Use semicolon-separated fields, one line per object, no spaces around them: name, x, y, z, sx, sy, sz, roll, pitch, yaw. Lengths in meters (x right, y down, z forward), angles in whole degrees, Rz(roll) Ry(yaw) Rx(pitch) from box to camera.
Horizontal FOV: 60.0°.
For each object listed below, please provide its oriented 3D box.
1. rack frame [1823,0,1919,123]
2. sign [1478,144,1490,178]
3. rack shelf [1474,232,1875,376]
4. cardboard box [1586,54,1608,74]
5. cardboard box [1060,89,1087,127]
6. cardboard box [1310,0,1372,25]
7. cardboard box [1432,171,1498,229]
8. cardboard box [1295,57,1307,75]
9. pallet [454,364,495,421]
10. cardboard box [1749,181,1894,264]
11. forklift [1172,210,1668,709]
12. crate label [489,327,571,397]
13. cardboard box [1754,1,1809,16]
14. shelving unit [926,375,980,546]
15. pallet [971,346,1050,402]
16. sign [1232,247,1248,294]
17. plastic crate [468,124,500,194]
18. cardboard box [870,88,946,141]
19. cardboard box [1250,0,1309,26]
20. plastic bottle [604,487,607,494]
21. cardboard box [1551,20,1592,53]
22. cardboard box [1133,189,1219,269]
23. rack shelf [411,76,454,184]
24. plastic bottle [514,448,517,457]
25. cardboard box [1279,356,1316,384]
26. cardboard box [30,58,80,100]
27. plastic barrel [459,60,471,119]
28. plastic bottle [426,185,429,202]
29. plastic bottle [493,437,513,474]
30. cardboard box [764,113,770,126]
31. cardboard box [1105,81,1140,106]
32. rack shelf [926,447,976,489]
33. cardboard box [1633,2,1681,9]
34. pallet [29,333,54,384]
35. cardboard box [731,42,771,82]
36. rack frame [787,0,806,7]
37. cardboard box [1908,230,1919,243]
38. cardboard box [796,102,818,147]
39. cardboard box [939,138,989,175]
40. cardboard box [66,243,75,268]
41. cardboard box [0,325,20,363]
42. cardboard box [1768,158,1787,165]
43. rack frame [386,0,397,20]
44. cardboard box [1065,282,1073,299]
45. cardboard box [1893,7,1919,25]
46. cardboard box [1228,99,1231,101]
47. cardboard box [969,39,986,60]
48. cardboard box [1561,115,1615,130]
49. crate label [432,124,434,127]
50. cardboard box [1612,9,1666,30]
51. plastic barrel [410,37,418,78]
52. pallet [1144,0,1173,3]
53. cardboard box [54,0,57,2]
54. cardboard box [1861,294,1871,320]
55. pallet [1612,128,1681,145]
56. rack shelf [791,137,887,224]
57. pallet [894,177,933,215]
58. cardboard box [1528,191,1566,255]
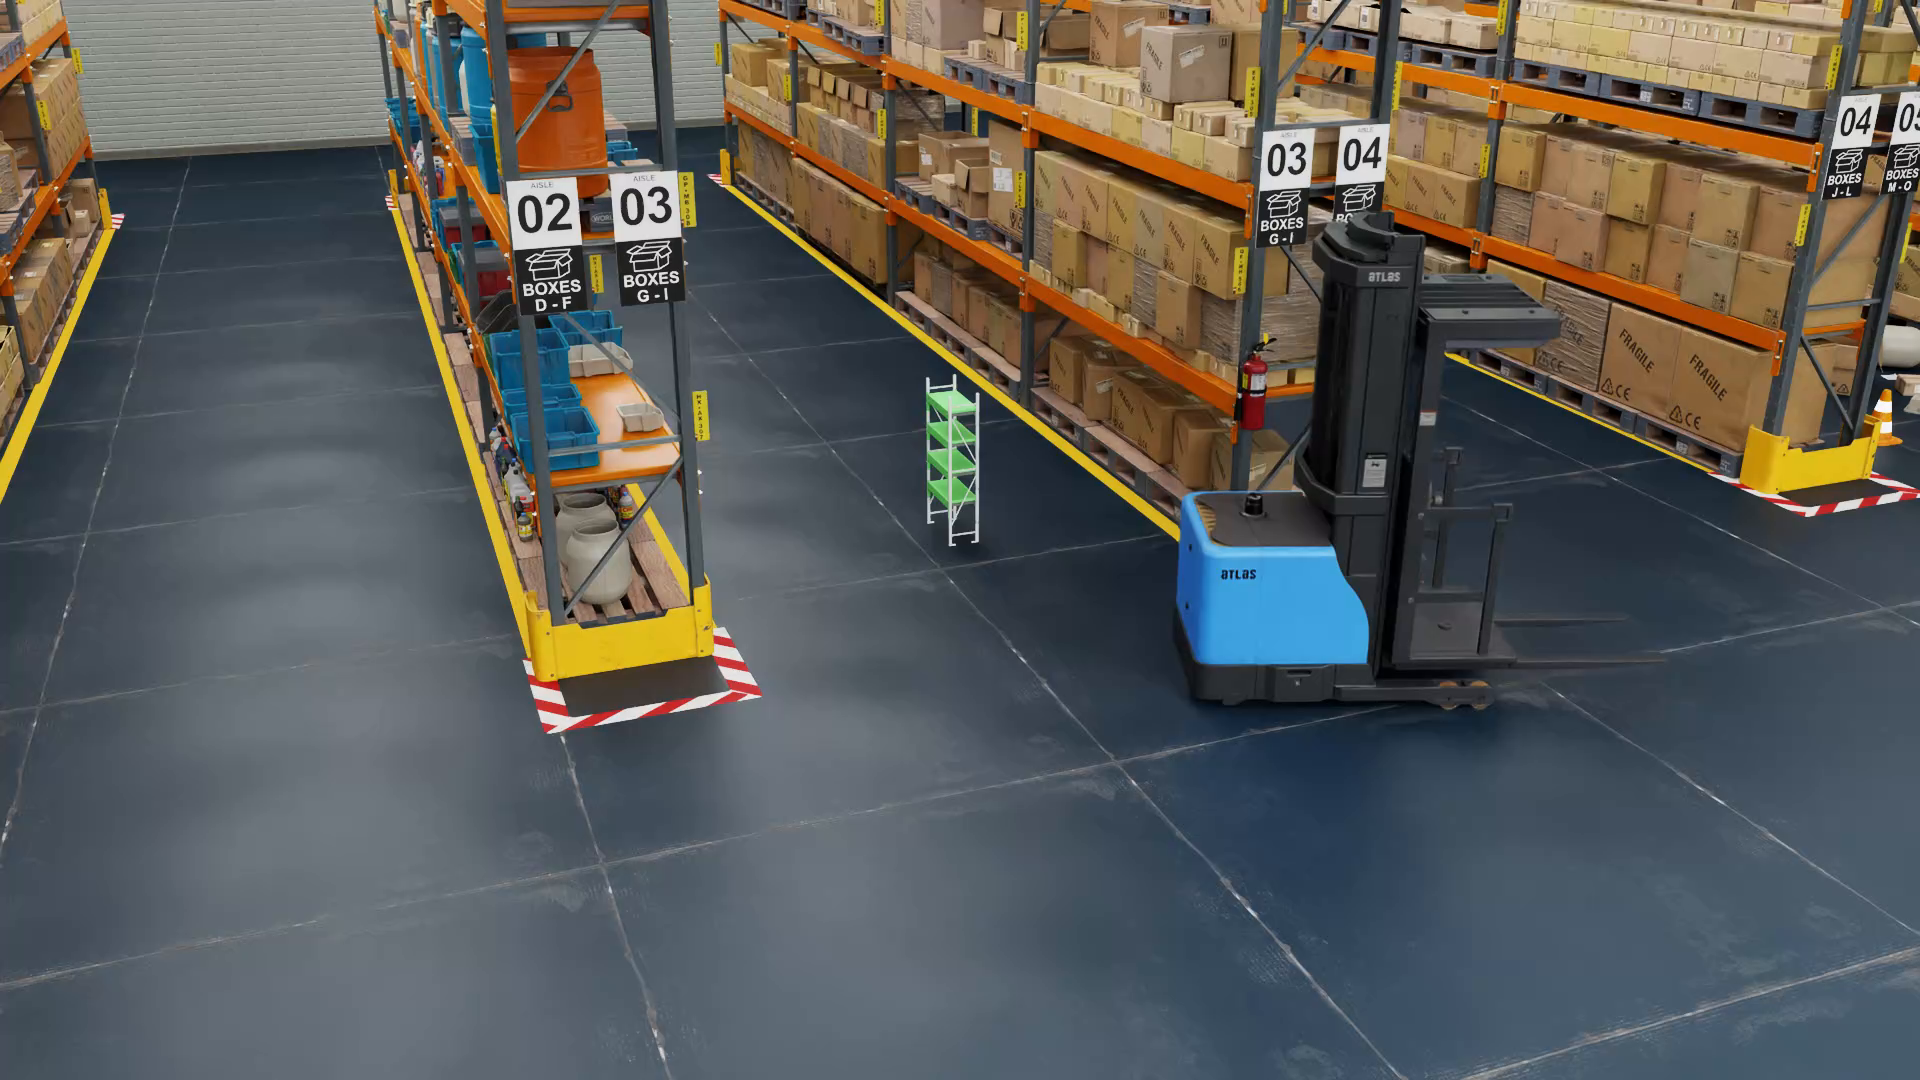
rack frame;7.151;-4.670;12.368;1.000;3.000;0.127;-8;24;-19
sign;5.234;-3.778;16.587;0.100;0.325;0.005;-8;24;-19
rack shelf;6.445;-2.301;15.397;1.077;0.370;4.000;-8;24;-19
cardboard box;5.910;-4.317;15.045;0.380;0.149;0.250;-9;24;-20
cardboard box;1.173;-3.638;13.974;0.500;0.250;0.500;-9;24;-19
cardboard box;4.375;-6.100;19.068;0.500;0.311;0.500;-8;24;-19
cardboard box;5.304;-3.558;17.324;0.500;0.500;0.500;-8;24;-19
cardboard box;5.995;-8.267;28.498;0.500;0.500;0.500;-9;24;-19
pallet;-4.320;-1.475;16.101;1.003;0.211;1.213;-8;24;-19
cardboard box;7.056;-2.612;13.626;0.875;0.550;0.550;-8;24;-19
forklift;2.952;-0.504;10.297;3.031;2.935;1.130;0;23;-1
crate label;-3.061;-1.230;11.885;0.502;0.435;0.616;-8;24;-19
cardboard box;9.638;-6.144;19.379;0.500;0.250;0.500;-8;24;-18
shelving unit;-0.058;-0.613;12.783;0.258;1.200;0.503;-8;24;-19
pallet;0.786;-1.713;16.666;1.003;0.211;1.213;-8;24;-19
sign;1.949;-1.872;11.556;0.100;0.325;0.005;-8;24;-19
plastic crate;-3.114;-2.609;11.359;0.392;0.384;0.575;-8;24;-19
cardboard box;-0.594;-4.945;19.323;0.797;0.503;0.637;-7;24;-17
cardboard box;3.886;-6.413;20.237;0.500;0.500;0.500;-8;24;-19
plastic bottle;-2.771;-0.469;13.160;0.097;0.201;0.097;0;23;0
cardboard box;5.829;-4.650;15.322;0.500;0.250;0.500;-9;24;-19
cardboard box;1.694;-2.435;12.989;0.500;0.500;0.500;-8;24;-19
rack shelf;-4.278;-3.813;15.123;1.077;0.370;4.000;-8;24;-19
plastic bottle;-3.540;-0.687;13.486;0.144;0.351;0.185;-8;24;-19
cardboard box;2.598;-1.282;12.377;0.380;0.149;0.250;-8;24;-19
cardboard box;-12.031;-6.100;22.069;0.500;0.500;0.500;-9;24;-19
plastic barrel;-3.603;-3.479;12.720;0.421;0.512;0.421;0;23;0
plastic bottle;-5.769;-3.788;18.164;0.097;0.271;0.097;0;23;0
plastic bottle;-3.729;-0.694;13.598;0.152;0.276;0.135;-7;24;-17
cardboard box;-2.542;-5.946;23.442;0.380;0.149;0.250;-8;24;-18
cardboard box;1.385;-3.583;13.330;0.380;0.149;0.250;-9;24;-20
rack shelf;-0.058;-0.554;12.808;0.258;0.148;0.480;-8;24;-19
cardboard box;6.431;-4.869;15.330;0.380;0.149;0.250;-8;24;-18
pallet;-9.848;-1.802;16.878;1.003;0.211;1.213;-8;24;-19
cardboard box;-3.083;-7.096;24.692;0.500;0.500;0.500;-9;24;-20
rack frame;-1.764;-8.386;21.185;1.000;3.000;0.127;-8;24;-19
cardboard box;10.277;-3.341;18.137;0.380;0.149;0.250;-8;24;-18
cardboard box;-1.835;-5.467;21.853;0.500;0.500;0.500;-8;24;-19
cardboard box;0.168;-4.028;17.900;0.700;0.500;0.500;-5;23;-11
cardboard box;-10.979;-3.410;19.998;0.500;0.311;0.500;-8;24;-19
cardboard box;-9.204;-1.839;15.652;0.500;0.311;0.500;-8;24;-18
cardboard box;9.692;-4.489;19.444;0.380;0.149;0.250;-9;24;-20
rack frame;-6.397;-7.707;19.573;1.000;3.000;0.127;-8;24;-19
cardboard box;1.144;-2.211;14.580;0.380;0.149;0.250;-8;24;-19
cardboard box;10.139;-5.550;17.613;0.380;0.149;0.250;-9;24;-20
cardboard box;2.167;-3.368;12.819;0.380;0.149;0.250;-10;25;-21
cardboard box;0.306;-4.851;16.419;0.380;0.166;0.250;-9;24;-20
cardboard box;8.499;-5.607;22.508;0.500;0.250;0.500;-9;25;-21
crate label;-7.143;-5.825;23.095;0.396;0.136;0.243;-8;24;-19
cardboard box;6.000;-4.591;14.670;0.380;0.149;0.250;-8;24;-19
plastic barrel;-5.161;-4.768;16.318;0.421;0.512;0.421;0;23;0
pallet;3.030;-7.323;22.765;1.213;0.211;1.003;-8;24;-19
cardboard box;-12.026;-7.109;21.566;0.500;0.250;0.500;-8;24;-19
cardboard box;9.439;-2.348;17.798;0.500;0.500;0.500;8;24;18
pallet;9.272;-5.196;21.585;1.213;0.211;1.003;-8;24;-19
rack shelf;-1.057;-4.564;20.766;1.077;0.370;4.000;-8;24;-19
pallet;0.001;-3.836;18.359;1.213;0.211;1.003;-8;24;-19
cardboard box;6.095;-3.099;16.171;0.875;0.550;0.550;-8;24;-19
